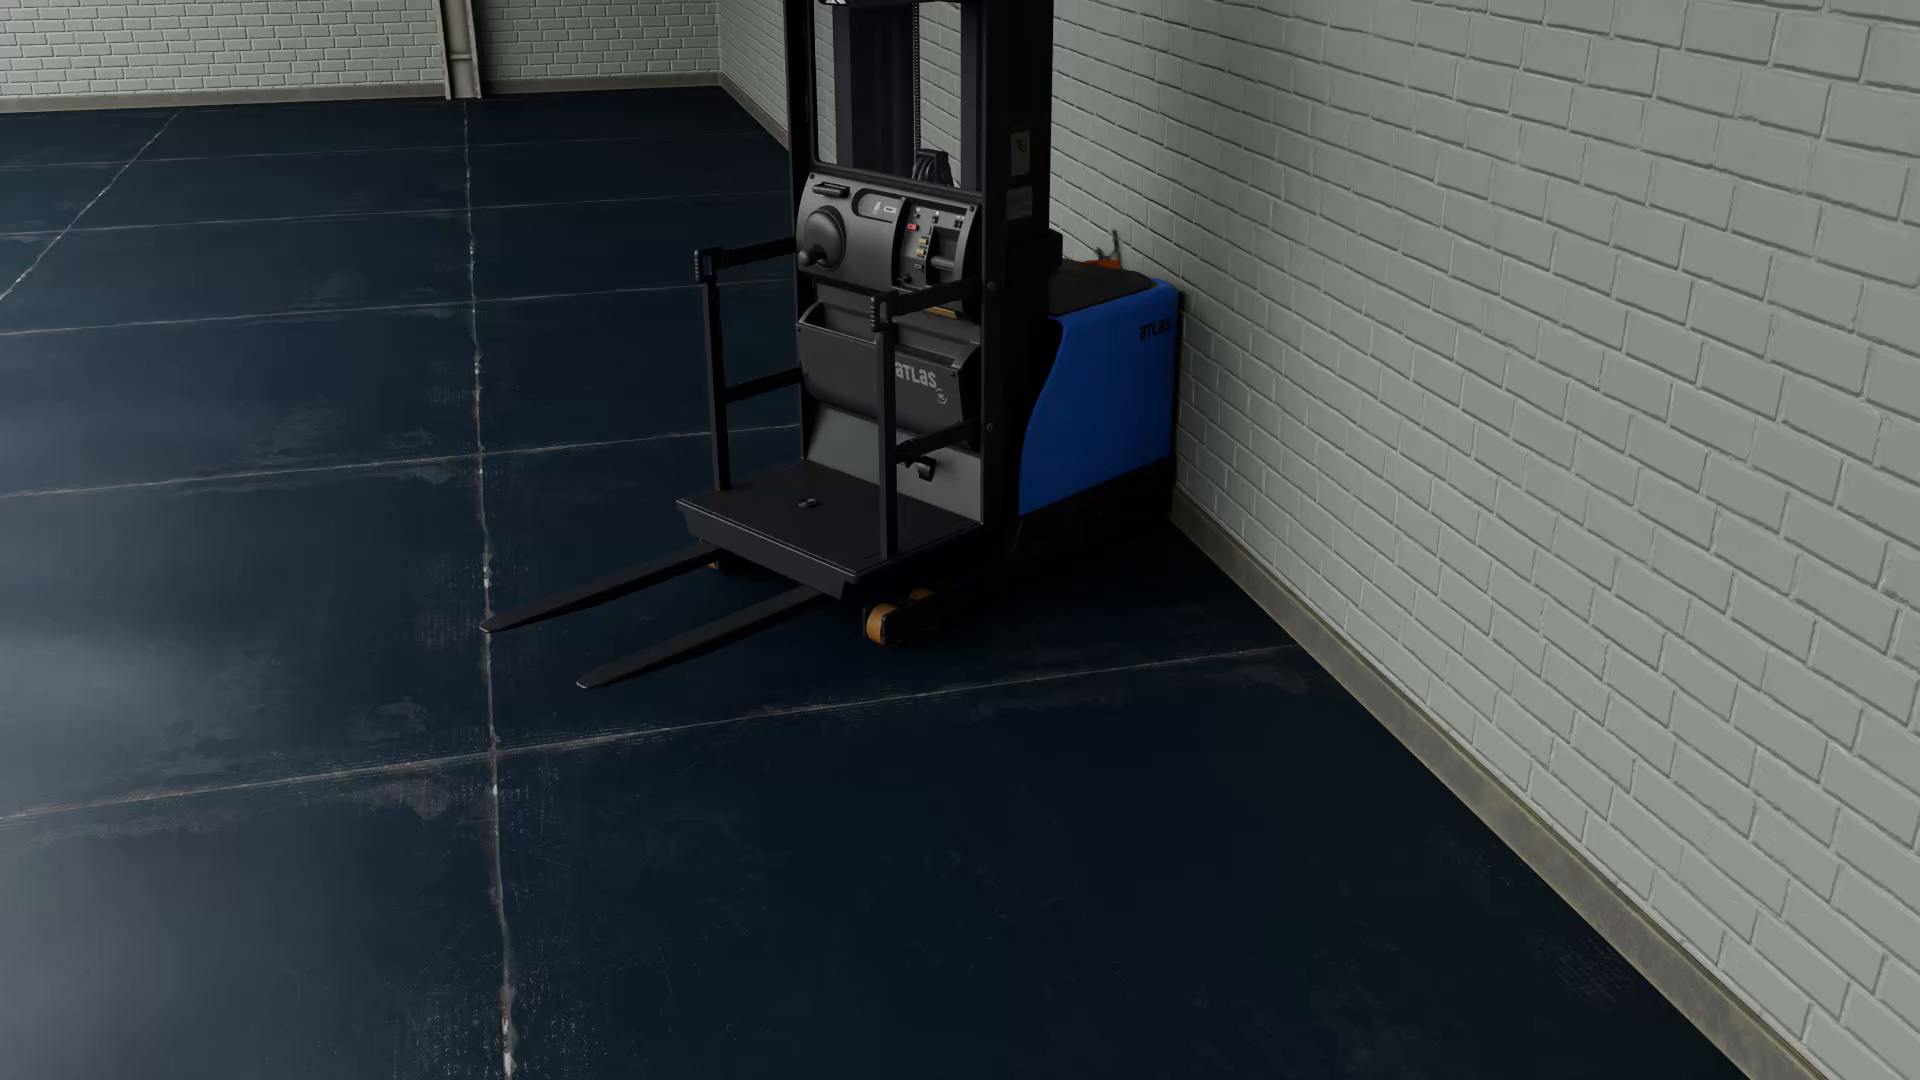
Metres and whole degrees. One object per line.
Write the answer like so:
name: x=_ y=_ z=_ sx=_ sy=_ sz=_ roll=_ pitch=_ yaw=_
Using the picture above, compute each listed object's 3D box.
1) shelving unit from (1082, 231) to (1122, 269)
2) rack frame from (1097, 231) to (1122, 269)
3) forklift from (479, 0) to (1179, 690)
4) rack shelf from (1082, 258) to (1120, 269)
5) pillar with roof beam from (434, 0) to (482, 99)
shelving unit: x=0.534 y=-0.819 z=7.751 sx=0.503 sy=1.200 sz=0.258 roll=-5 pitch=-8 yaw=-16
rack frame: x=0.768 y=-0.838 z=7.817 sx=0.015 sy=1.200 sz=0.240 roll=-5 pitch=-8 yaw=-16
forklift: x=-0.436 y=-1.168 z=6.256 sx=1.130 sy=2.935 sz=3.031 roll=21 pitch=31 yaw=40
rack shelf: x=0.487 y=-1.205 z=7.806 sx=0.480 sy=0.148 sz=0.258 roll=-5 pitch=-8 yaw=-16
pillar with roof beam: x=-4.544 y=-7.602 z=13.556 sx=0.400 sy=9.000 sz=9.100 roll=-6 pitch=24 yaw=-14
